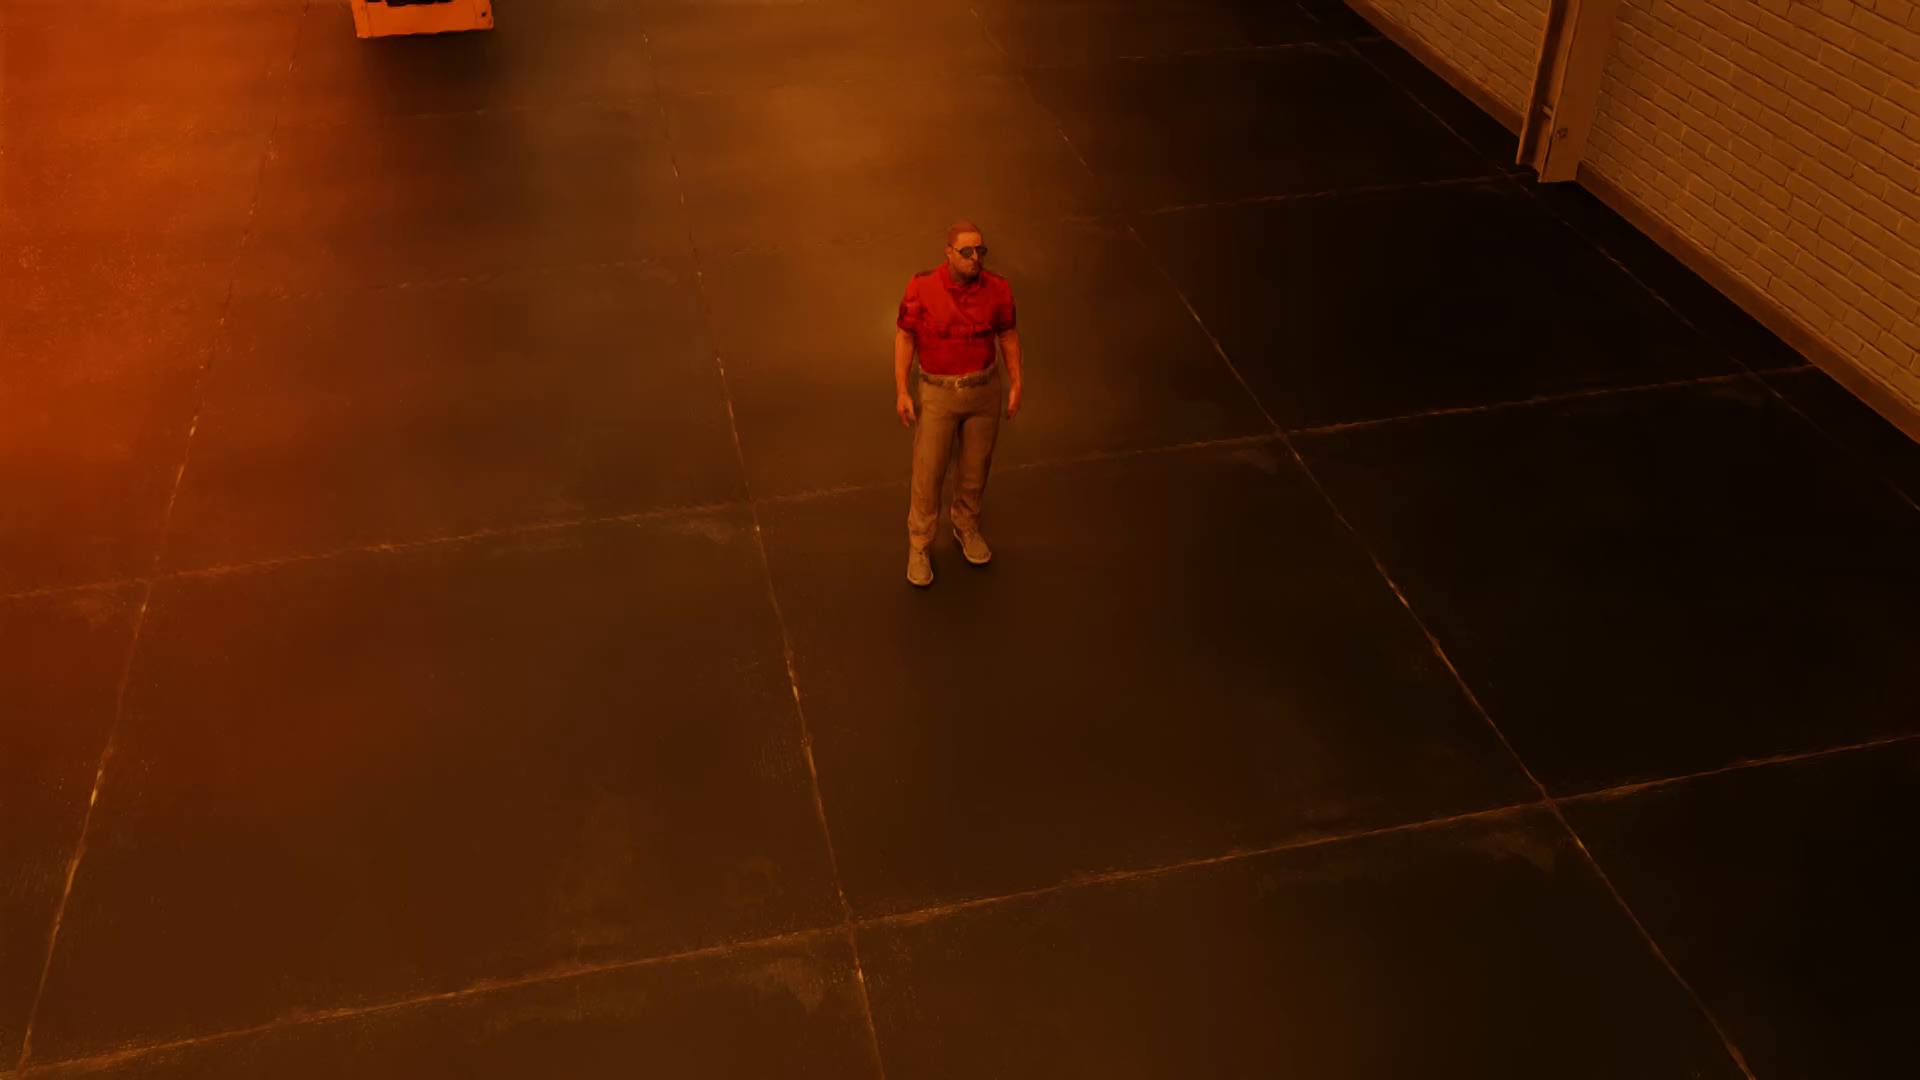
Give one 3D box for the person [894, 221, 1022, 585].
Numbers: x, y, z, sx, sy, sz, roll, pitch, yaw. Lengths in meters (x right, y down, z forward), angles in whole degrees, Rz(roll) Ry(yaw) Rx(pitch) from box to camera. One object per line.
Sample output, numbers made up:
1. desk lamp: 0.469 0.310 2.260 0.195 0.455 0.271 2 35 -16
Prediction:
1. person: 0.008 -0.655 7.977 0.640 1.727 0.550 -8 36 -11
